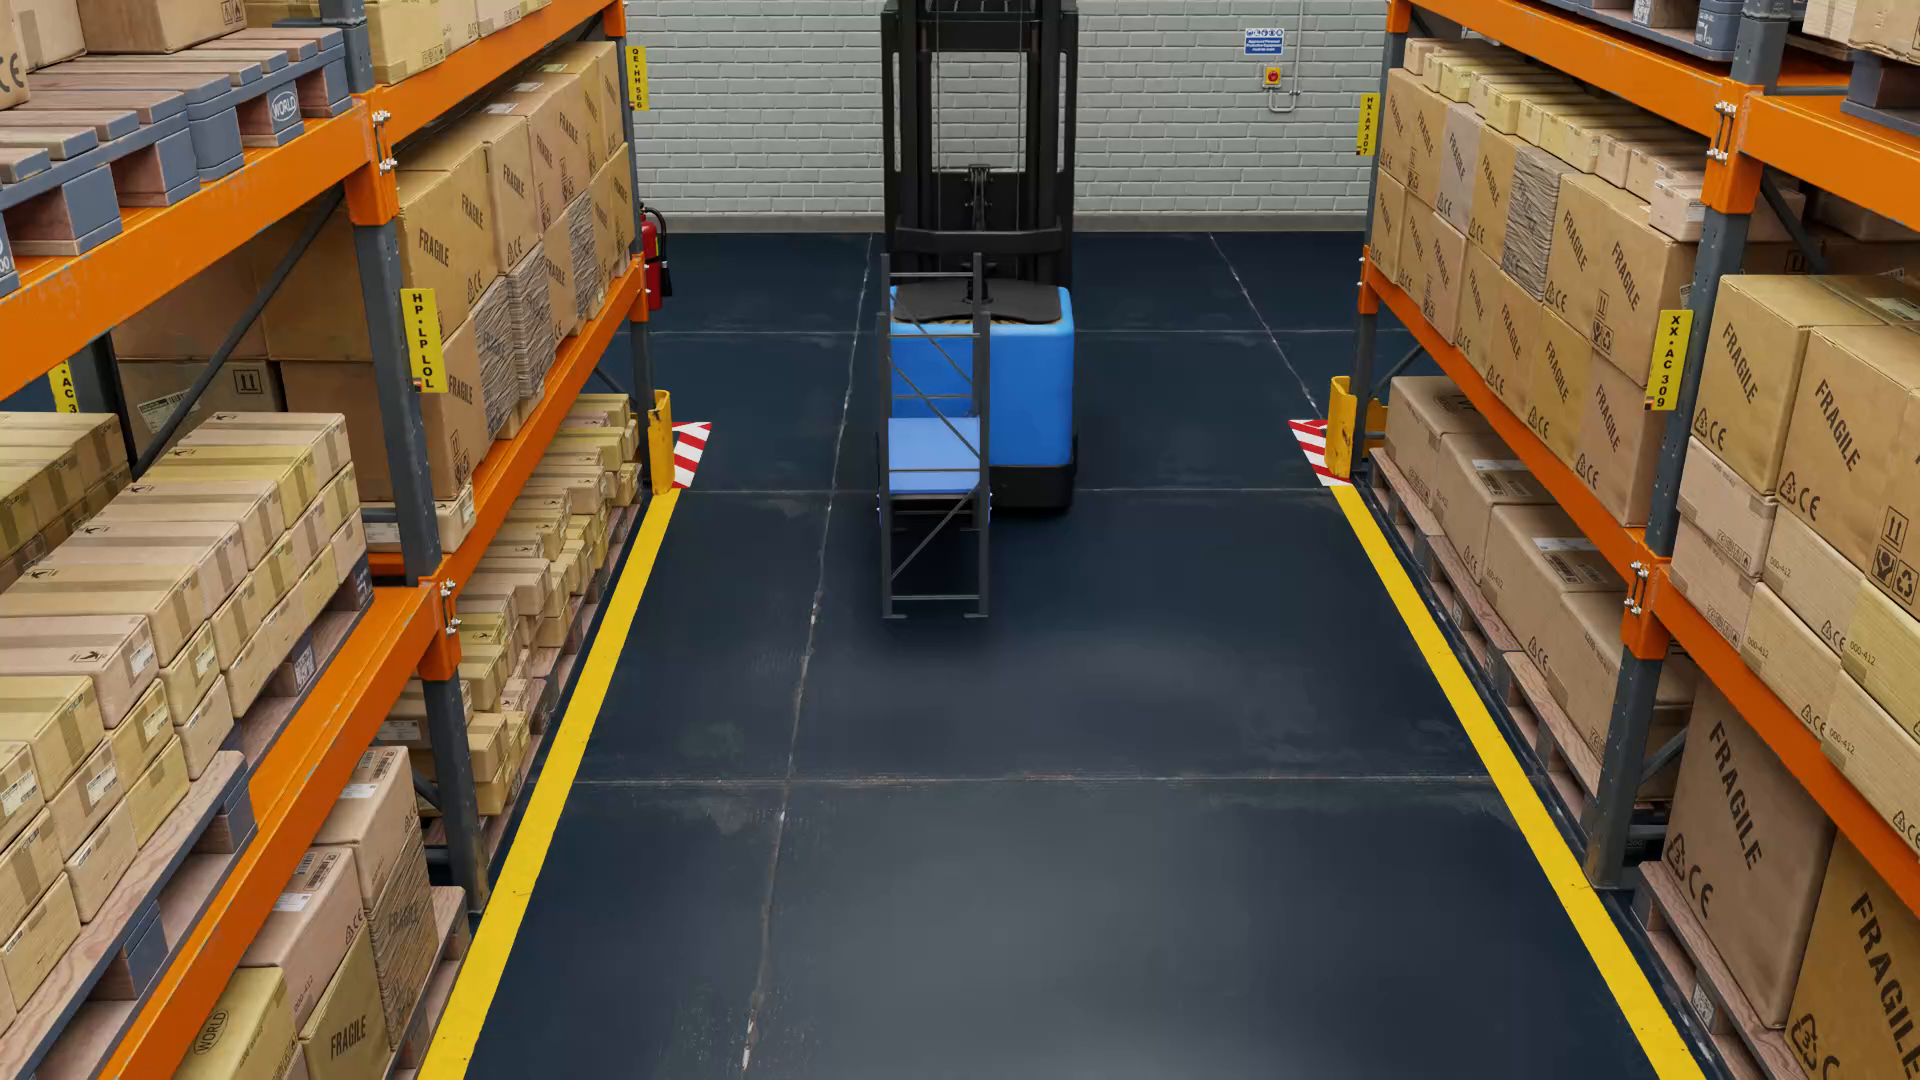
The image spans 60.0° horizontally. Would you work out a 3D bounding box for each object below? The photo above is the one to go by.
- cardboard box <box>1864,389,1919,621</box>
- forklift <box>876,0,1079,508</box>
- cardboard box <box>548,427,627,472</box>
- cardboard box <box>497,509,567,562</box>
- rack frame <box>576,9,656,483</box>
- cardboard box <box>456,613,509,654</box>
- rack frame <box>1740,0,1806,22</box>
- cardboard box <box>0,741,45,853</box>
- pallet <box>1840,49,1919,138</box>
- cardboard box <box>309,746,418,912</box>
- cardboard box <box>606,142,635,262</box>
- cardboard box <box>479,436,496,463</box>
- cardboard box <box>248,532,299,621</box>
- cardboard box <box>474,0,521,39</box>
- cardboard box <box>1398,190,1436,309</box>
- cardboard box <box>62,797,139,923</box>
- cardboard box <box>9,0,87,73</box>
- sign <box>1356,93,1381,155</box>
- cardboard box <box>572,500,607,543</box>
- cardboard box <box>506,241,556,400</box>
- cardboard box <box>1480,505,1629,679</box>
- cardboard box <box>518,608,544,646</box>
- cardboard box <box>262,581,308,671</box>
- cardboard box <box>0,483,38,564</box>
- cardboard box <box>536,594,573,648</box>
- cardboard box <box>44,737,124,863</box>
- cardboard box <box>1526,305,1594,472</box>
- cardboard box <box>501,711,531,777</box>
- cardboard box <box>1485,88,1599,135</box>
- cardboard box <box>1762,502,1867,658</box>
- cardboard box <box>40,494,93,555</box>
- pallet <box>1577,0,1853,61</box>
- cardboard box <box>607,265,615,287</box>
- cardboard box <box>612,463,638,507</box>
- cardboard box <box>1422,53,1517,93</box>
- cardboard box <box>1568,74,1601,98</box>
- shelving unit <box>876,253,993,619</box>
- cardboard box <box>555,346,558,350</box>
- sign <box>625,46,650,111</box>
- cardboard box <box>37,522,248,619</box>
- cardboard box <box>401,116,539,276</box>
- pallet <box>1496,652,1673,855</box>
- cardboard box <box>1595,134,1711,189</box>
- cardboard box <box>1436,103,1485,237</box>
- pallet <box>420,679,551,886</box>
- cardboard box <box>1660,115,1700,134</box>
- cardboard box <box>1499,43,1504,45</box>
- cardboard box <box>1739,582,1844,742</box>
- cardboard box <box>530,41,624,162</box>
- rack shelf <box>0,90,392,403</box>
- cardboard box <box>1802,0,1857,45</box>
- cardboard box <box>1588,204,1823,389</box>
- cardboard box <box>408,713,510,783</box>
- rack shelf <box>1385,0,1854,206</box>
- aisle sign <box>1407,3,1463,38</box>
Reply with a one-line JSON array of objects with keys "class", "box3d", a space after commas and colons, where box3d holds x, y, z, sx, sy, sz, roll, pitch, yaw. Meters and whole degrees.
[{"class": "cardboard box", "box3d": [2.525, -0.036, 3.855, 0.500, 0.500, 0.500, -1, 24, -2]}, {"class": "forklift", "box3d": [0.113, -2.071, 9.772, 1.130, 2.935, 3.031, 0, 24, 1]}, {"class": "cardboard box", "box3d": [-1.886, -0.455, 8.343, 0.380, 0.149, 0.250, -1, 24, -2]}, {"class": "cardboard box", "box3d": [-1.965, -0.020, 7.383, 0.380, 0.149, 0.250, 0, 24, 0]}, {"class": "rack frame", "box3d": [-2.221, -1.718, 8.909, 1.000, 3.000, 0.127, 0, 24, -1]}, {"class": "cardboard box", "box3d": [-1.970, 0.406, 6.440, 0.380, 0.149, 0.250, -1, 24, -1]}, {"class": "rack frame", "box3d": [2.772, -2.867, 4.170, 1.000, 3.000, 0.127, 0, 24, -1]}, {"class": "cardboard box", "box3d": [-1.961, 0.498, 3.083, 0.380, 0.149, 0.250, 0, 24, 1]}, {"class": "pallet", "box3d": [2.831, -1.036, 3.992, 0.805, 0.209, 1.217, -1, 24, -3]}, {"class": "cardboard box", "box3d": [-1.916, 0.842, 4.863, 0.500, 0.250, 0.500, -1, 24, -2]}, {"class": "cardboard box", "box3d": [-1.959, -1.715, 8.420, 0.500, 0.500, 0.500, 0, 24, 1]}, {"class": "cardboard box", "box3d": [-1.983, -0.401, 6.302, 0.380, 0.149, 0.250, -1, 24, -3]}, {"class": "cardboard box", "box3d": [-1.972, 0.092, 4.342, 0.380, 0.149, 0.250, 1, 24, 2]}, {"class": "cardboard box", "box3d": [-1.919, -1.981, 6.033, 0.500, 0.250, 0.500, 1, 24, 2]}, {"class": "cardboard box", "box3d": [2.479, -1.420, 8.129, 0.500, 0.500, 0.500, -1, 24, -1]}, {"class": "cardboard box", "box3d": [-1.954, 0.663, 3.440, 0.380, 0.149, 0.250, -1, 24, -2]}, {"class": "cardboard box", "box3d": [-2.377, -1.224, 3.774, 0.500, 0.311, 0.500, -1, 24, -1]}, {"class": "sign", "box3d": [2.173, -2.213, 8.855, 0.100, 0.325, 0.005, 0, 24, -1]}, {"class": "cardboard box", "box3d": [-1.904, -0.102, 7.925, 0.380, 0.149, 0.250, 0, 24, 0]}, {"class": "cardboard box", "box3d": [-1.913, -0.868, 6.546, 0.500, 0.500, 0.500, -1, 24, -2]}, {"class": "cardboard box", "box3d": [2.862, 0.214, 7.236, 0.875, 0.438, 0.875, -1, 24, -2]}, {"class": "cardboard box", "box3d": [-1.972, 0.323, 6.986, 0.380, 0.149, 0.250, 1, 24, 2]}, {"class": "cardboard box", "box3d": [-1.971, 0.226, 4.406, 0.380, 0.149, 0.250, 0, 24, -1]}, {"class": "cardboard box", "box3d": [-2.623, -0.033, 4.256, 0.380, 0.149, 0.250, 0, 24, 0]}, {"class": "cardboard box", "box3d": [-1.915, 0.352, 7.282, 0.380, 0.149, 0.250, -1, 24, -2]}, {"class": "cardboard box", "box3d": [-1.960, 0.524, 3.386, 0.380, 0.149, 0.250, 1, 24, 1]}, {"class": "cardboard box", "box3d": [2.500, -0.581, 6.274, 0.500, 0.500, 0.500, -1, 24, -2]}, {"class": "cardboard box", "box3d": [-1.863, 0.777, 6.343, 0.380, 0.149, 0.250, 0, 24, 1]}, {"class": "cardboard box", "box3d": [2.430, -1.792, 6.950, 0.380, 0.149, 0.250, -1, 24, -2]}, {"class": "cardboard box", "box3d": [2.528, 0.104, 4.455, 0.500, 0.250, 0.500, 0, 24, 0]}, {"class": "cardboard box", "box3d": [-2.628, -0.011, 4.569, 0.380, 0.149, 0.250, -1, 24, -2]}, {"class": "pallet", "box3d": [2.773, -1.797, 5.552, 1.003, 0.211, 1.213, 0, 24, -1]}, {"class": "cardboard box", "box3d": [-1.969, -1.368, 8.439, 0.380, 0.149, 0.250, 0, 24, -1]}, {"class": "cardboard box", "box3d": [-1.902, -0.289, 8.699, 0.380, 0.149, 0.250, 0, 24, 1]}, {"class": "cardboard box", "box3d": [2.417, -2.216, 7.888, 0.380, 0.149, 0.250, 0, 24, 1]}, {"class": "cardboard box", "box3d": [2.939, -2.009, 7.431, 0.380, 0.149, 0.250, 0, 24, -1]}, {"class": "shelving unit", "box3d": [-0.130, -0.525, 8.091, 0.538, 1.500, 1.048, -1, 24, -1]}, {"class": "cardboard box", "box3d": [-2.009, -0.939, 7.492, 0.380, 0.149, 0.250, -1, 24, -3]}, {"class": "sign", "box3d": [-1.666, -2.384, 8.592, 0.100, 0.325, 0.005, 0, 24, -1]}, {"class": "cardboard box", "box3d": [-1.970, 0.072, 4.024, 0.380, 0.149, 0.250, 0, 24, -1]}, {"class": "cardboard box", "box3d": [-1.934, -1.315, 6.322, 0.500, 0.500, 0.500, 0, 24, 0]}, {"class": "pallet", "box3d": [2.841, 0.823, 6.674, 1.003, 0.211, 1.213, 0, 24, -1]}, {"class": "cardboard box", "box3d": [2.542, -1.372, 6.022, 0.380, 0.149, 0.250, 0, 24, -1]}, {"class": "cardboard box", "box3d": [2.474, -1.659, 7.444, 0.500, 0.500, 0.500, 0, 24, -1]}, {"class": "pallet", "box3d": [-2.220, 0.924, 6.451, 1.003, 0.211, 1.213, 0, 24, -1]}, {"class": "cardboard box", "box3d": [2.964, -1.588, 6.499, 0.380, 0.149, 0.250, 0, 24, -1]}, {"class": "cardboard box", "box3d": [2.932, -2.432, 8.365, 0.380, 0.149, 0.250, 0, 24, 0]}, {"class": "cardboard box", "box3d": [2.519, 0.330, 4.562, 0.500, 0.250, 0.500, -1, 24, -2]}, {"class": "cardboard box", "box3d": [-1.967, -2.167, 8.207, 0.500, 0.500, 0.500, -1, 24, -2]}, {"class": "rack shelf", "box3d": [-2.155, -0.285, 2.972, 1.077, 0.370, 4.000, 0, 24, -1]}, {"class": "cardboard box", "box3d": [2.427, -1.423, 4.270, 0.396, 0.266, 0.258, 0, 24, -1]}, {"class": "cardboard box", "box3d": [2.490, -0.828, 5.606, 0.500, 0.500, 0.500, 0, 24, -1]}, {"class": "cardboard box", "box3d": [-1.861, 0.751, 6.038, 0.380, 0.149, 0.250, 1, 24, 2]}, {"class": "rack shelf", "box3d": [2.750, -1.997, 6.758, 1.077, 0.370, 4.000, 0, 24, -1]}, {"class": "aisle sign", "box3d": [2.437, -2.995, 8.577, 0.394, 0.787, 0.004, 0, 24, -1]}]
